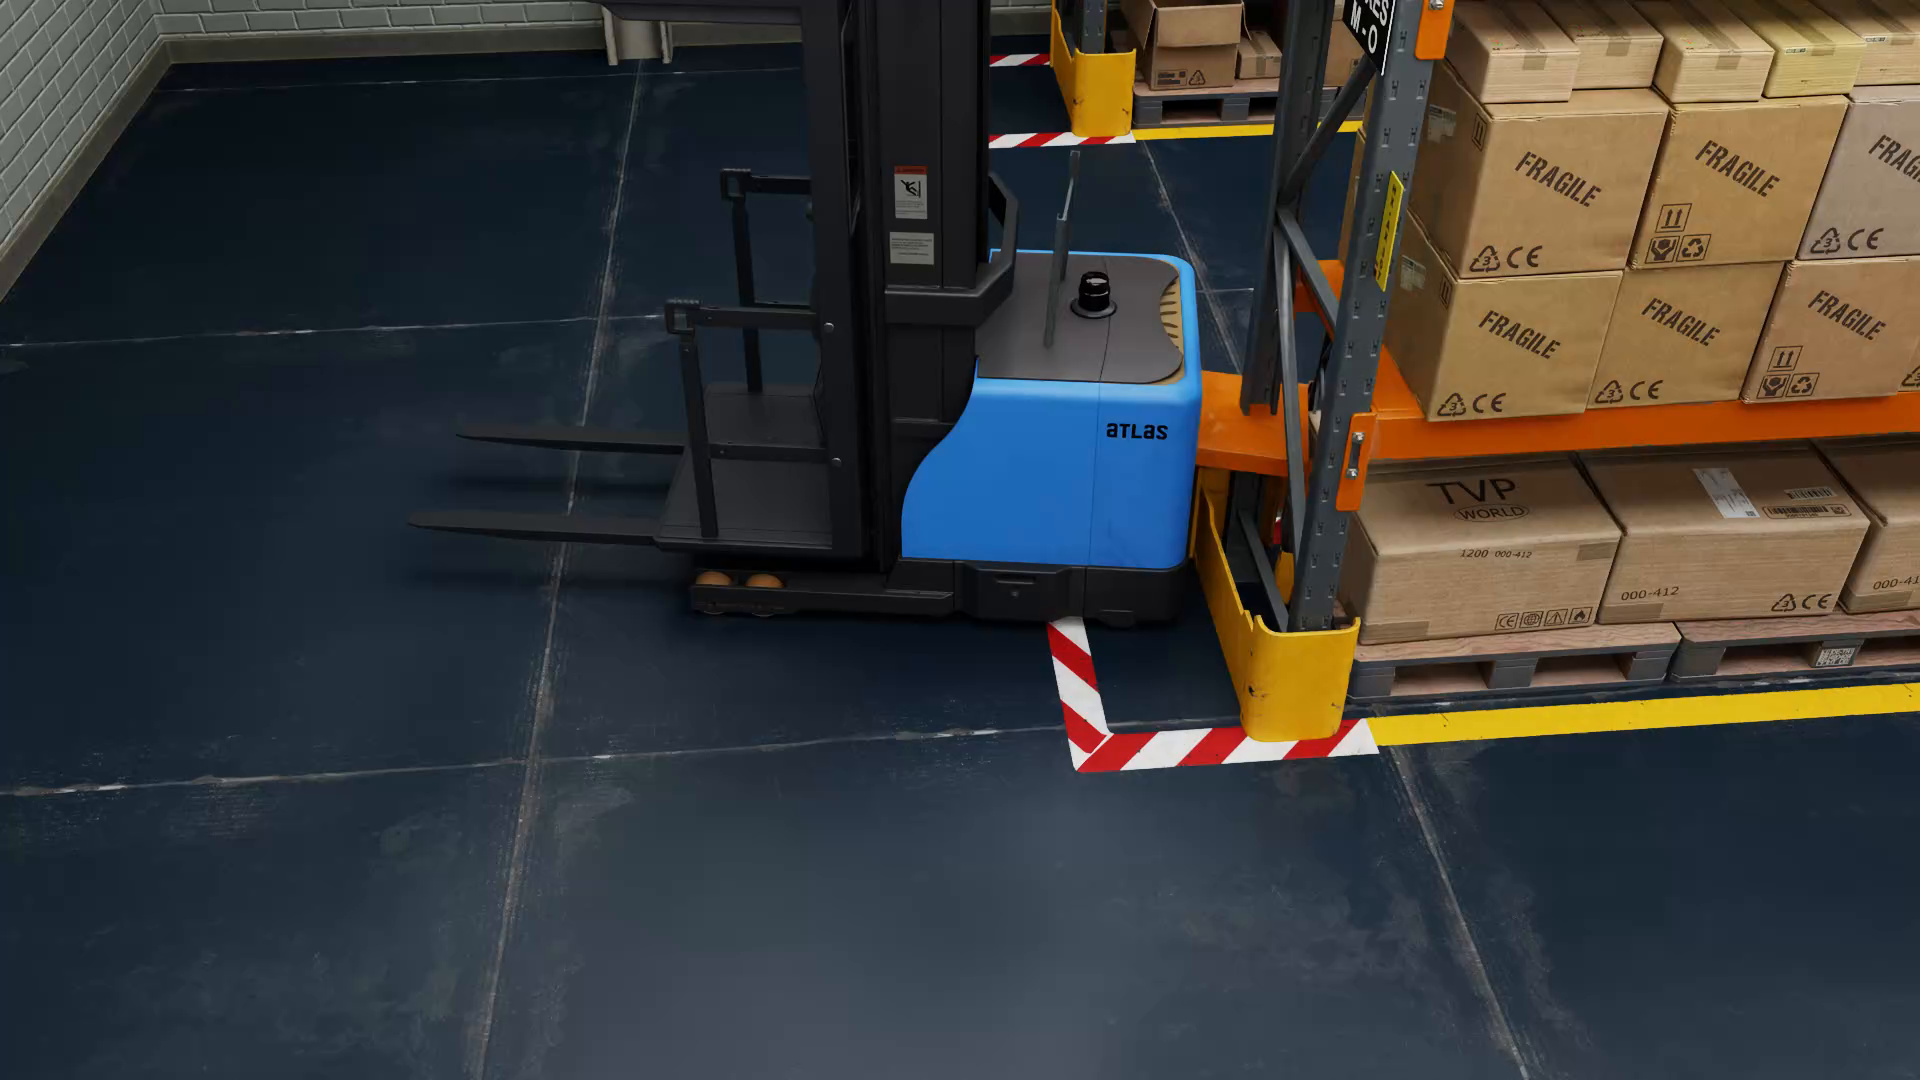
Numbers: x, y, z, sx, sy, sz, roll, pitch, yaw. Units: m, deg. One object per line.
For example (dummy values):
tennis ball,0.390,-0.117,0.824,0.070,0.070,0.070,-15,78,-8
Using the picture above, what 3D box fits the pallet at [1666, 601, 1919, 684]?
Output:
pallet,3.157,0.104,6.448,1.213,0.211,1.003,-3,38,-4

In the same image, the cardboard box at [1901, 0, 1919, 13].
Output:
cardboard box,2.827,-1.431,4.731,0.250,0.149,0.380,-3,38,-4

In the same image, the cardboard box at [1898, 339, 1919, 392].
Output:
cardboard box,3.166,-0.822,5.289,0.500,0.500,0.500,-2,38,-2

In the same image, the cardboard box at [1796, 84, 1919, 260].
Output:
cardboard box,2.685,-1.182,4.939,0.500,0.500,0.500,-3,38,-4

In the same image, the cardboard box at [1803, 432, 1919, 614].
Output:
cardboard box,3.613,-0.195,6.305,0.875,0.438,0.875,-4,38,-5

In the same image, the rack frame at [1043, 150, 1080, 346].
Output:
rack frame,0.330,-0.652,6.195,0.032,1.500,0.500,8,41,4

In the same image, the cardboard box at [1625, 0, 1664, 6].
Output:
cardboard box,1.996,-1.759,5.146,0.250,0.149,0.380,-3,38,-4

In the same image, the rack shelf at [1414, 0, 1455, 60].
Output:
rack shelf,3.148,-1.839,4.818,4.000,0.370,1.077,-3,38,-4

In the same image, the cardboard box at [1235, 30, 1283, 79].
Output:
cardboard box,1.756,-2.916,9.987,0.250,0.149,0.380,-5,39,-6

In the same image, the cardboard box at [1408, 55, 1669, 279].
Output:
cardboard box,1.659,-1.116,4.855,0.500,0.500,0.500,-4,38,-5

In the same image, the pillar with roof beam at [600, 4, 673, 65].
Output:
pillar with roof beam,-1.672,-4.004,4.559,0.400,9.000,9.100,-3,38,-4

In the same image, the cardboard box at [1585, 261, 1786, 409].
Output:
cardboard box,2.161,-0.767,5.220,0.500,0.500,0.500,-4,38,-5

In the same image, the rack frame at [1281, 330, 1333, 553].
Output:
rack frame,1.334,-0.509,6.118,0.032,1.500,0.500,8,41,4

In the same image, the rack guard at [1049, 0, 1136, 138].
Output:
rack guard,0.788,-2.919,10.046,0.348,0.500,1.175,-3,38,-4

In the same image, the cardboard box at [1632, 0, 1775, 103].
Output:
cardboard box,2.058,-1.371,4.654,0.250,0.149,0.380,-2,38,-3

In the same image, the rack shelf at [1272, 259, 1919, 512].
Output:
rack shelf,3.148,-0.661,5.747,4.000,0.370,1.077,-3,38,-4

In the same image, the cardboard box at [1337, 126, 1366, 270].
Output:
cardboard box,1.613,-1.063,5.595,0.500,0.500,0.500,-3,38,-4

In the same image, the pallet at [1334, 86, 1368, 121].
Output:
pallet,2.794,-2.915,10.274,1.213,0.211,1.003,-3,38,-4

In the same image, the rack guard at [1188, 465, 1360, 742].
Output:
rack guard,1.132,0.149,6.158,0.348,0.500,1.175,-3,38,-4

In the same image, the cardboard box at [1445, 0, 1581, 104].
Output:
cardboard box,1.534,-1.369,4.652,0.250,0.149,0.380,-2,38,-3

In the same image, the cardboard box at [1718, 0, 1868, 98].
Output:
cardboard box,2.318,-1.396,4.687,0.250,0.149,0.380,-4,38,-5

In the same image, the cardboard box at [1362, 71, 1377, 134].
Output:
cardboard box,1.615,-1.439,5.264,0.500,0.500,0.500,-2,38,-2

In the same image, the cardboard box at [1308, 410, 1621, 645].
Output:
cardboard box,1.804,-0.091,6.173,0.875,0.438,0.875,-4,38,-6

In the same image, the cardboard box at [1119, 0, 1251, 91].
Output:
cardboard box,1.330,-3.056,9.878,0.637,0.503,0.797,-5,39,-6

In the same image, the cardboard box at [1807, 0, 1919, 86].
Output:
cardboard box,2.575,-1.443,4.746,0.250,0.149,0.380,-3,38,-4

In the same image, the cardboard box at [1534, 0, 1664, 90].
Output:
cardboard box,1.788,-1.427,4.726,0.250,0.149,0.380,-2,38,-3

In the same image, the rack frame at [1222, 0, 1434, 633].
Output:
rack frame,1.156,-0.834,5.385,0.127,3.000,1.000,-3,38,-4

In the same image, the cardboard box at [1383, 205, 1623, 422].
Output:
cardboard box,1.659,-0.722,5.163,0.500,0.500,0.500,-3,38,-4

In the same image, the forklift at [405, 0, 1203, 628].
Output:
forklift,-0.629,-1.180,5.879,3.031,2.935,1.130,3,38,3

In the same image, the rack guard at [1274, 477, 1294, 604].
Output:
rack guard,1.278,-0.038,6.525,0.087,0.250,0.587,8,41,4

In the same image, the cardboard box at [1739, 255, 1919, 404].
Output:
cardboard box,2.669,-0.784,5.242,0.500,0.500,0.500,-3,38,-4

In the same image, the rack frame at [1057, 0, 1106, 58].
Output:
rack frame,0.712,-3.896,9.267,0.127,3.000,1.000,-3,38,-4

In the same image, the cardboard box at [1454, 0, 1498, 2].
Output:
cardboard box,1.495,-1.664,5.025,0.250,0.149,0.380,-3,38,-3

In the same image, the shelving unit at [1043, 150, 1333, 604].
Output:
shelving unit,0.823,-0.582,6.157,1.083,1.500,0.587,8,41,4

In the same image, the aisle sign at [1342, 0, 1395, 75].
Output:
aisle sign,1.110,-1.672,4.348,0.004,0.787,0.394,-3,38,-4

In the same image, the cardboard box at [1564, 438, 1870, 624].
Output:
cardboard box,2.715,-0.146,6.243,0.875,0.438,0.875,-2,38,-3

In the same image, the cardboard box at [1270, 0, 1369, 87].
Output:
cardboard box,2.185,-3.078,9.908,0.500,0.500,0.700,-2,38,-2

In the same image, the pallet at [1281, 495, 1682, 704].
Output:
pallet,1.945,0.169,6.366,1.213,0.211,1.003,-3,38,-4

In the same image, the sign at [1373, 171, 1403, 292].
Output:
sign,1.199,-0.862,4.658,0.005,0.325,0.100,-3,38,-4

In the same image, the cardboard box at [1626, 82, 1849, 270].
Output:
cardboard box,2.173,-1.149,4.897,0.500,0.500,0.500,-4,38,-5

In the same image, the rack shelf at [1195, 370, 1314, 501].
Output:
rack shelf,0.822,-0.444,6.273,1.000,0.185,0.538,8,41,4

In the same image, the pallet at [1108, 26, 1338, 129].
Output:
pallet,1.582,-2.850,10.192,1.213,0.211,1.003,-3,38,-4
